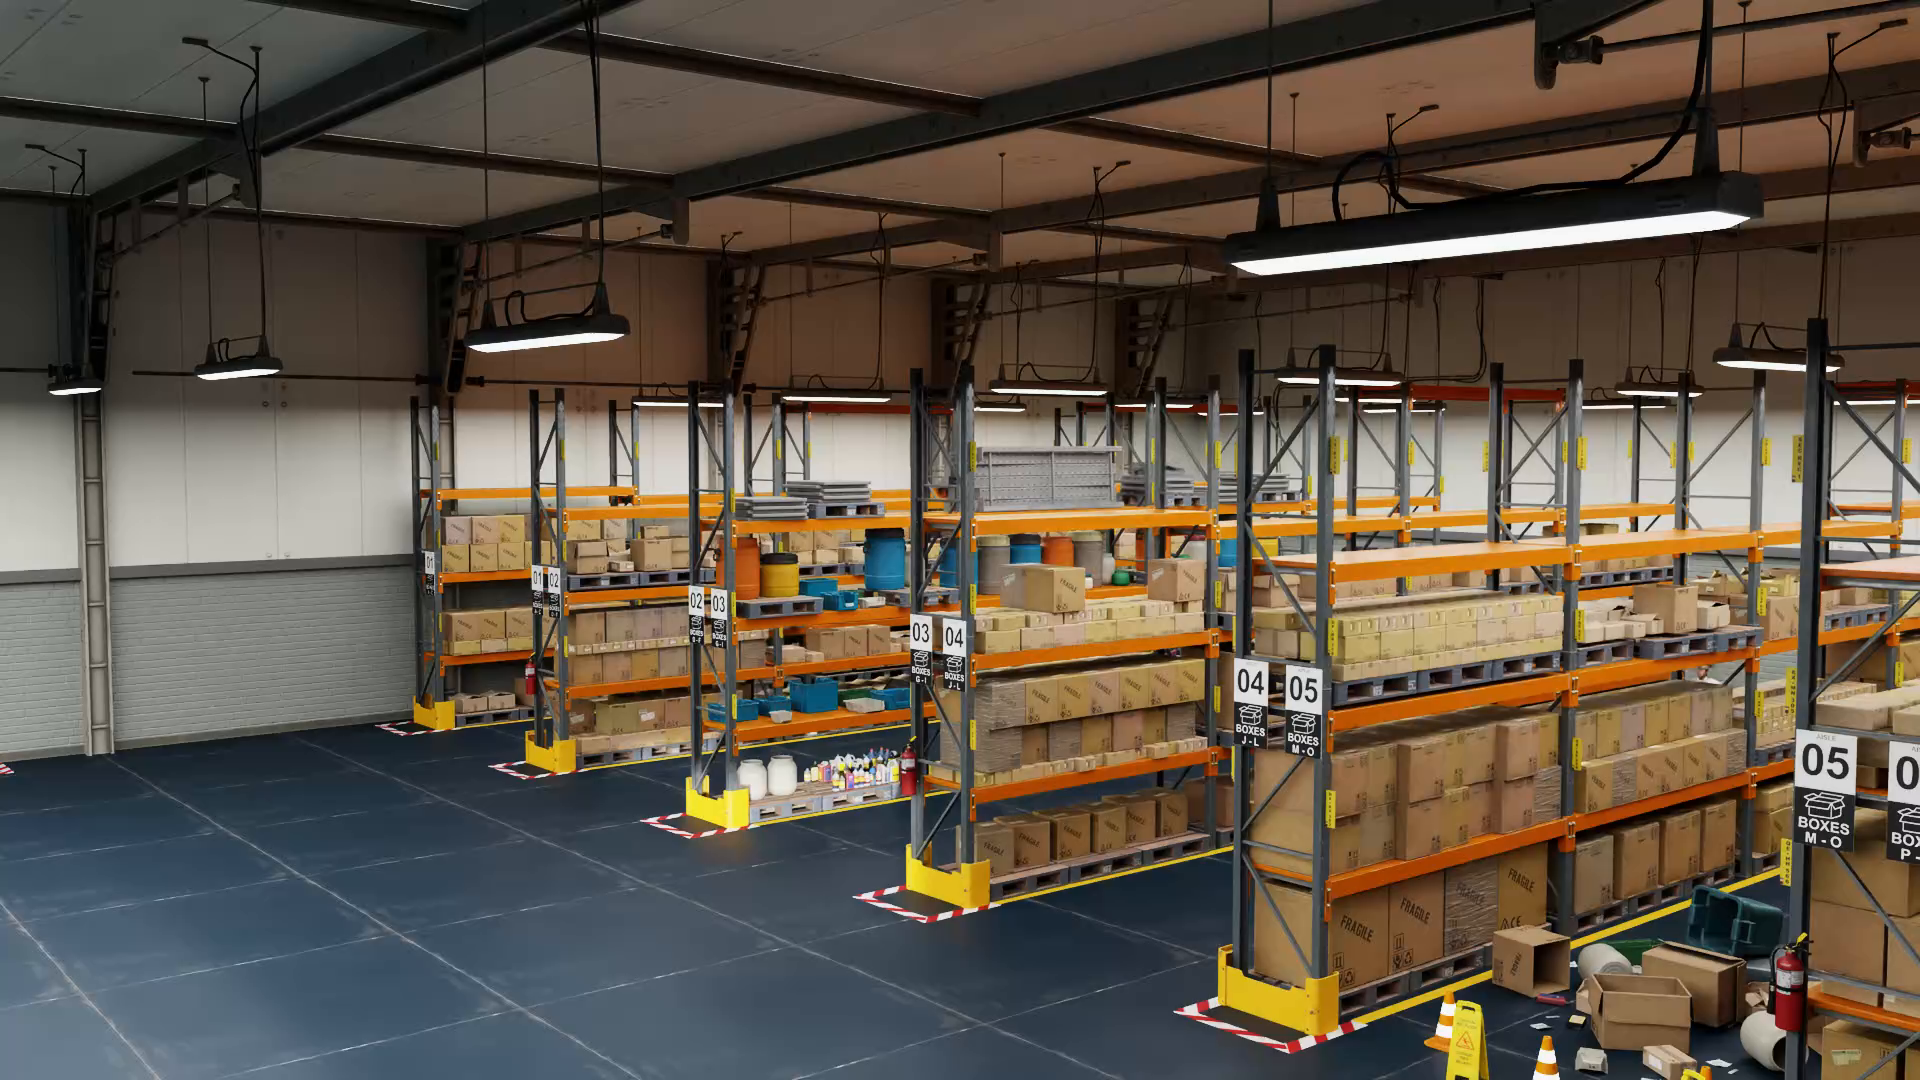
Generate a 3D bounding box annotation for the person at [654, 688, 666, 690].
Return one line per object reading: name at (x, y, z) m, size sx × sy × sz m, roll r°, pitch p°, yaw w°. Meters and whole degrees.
person at (-5.392, 2.524, 29.863) m, size 0.682 × 1.769 × 0.651 m, roll 2°, pitch 4°, yaw 35°

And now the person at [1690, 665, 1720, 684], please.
person at (11.736, 2.766, 26.295) m, size 0.885 × 1.728 × 0.620 m, roll -3°, pitch 4°, yaw -40°
